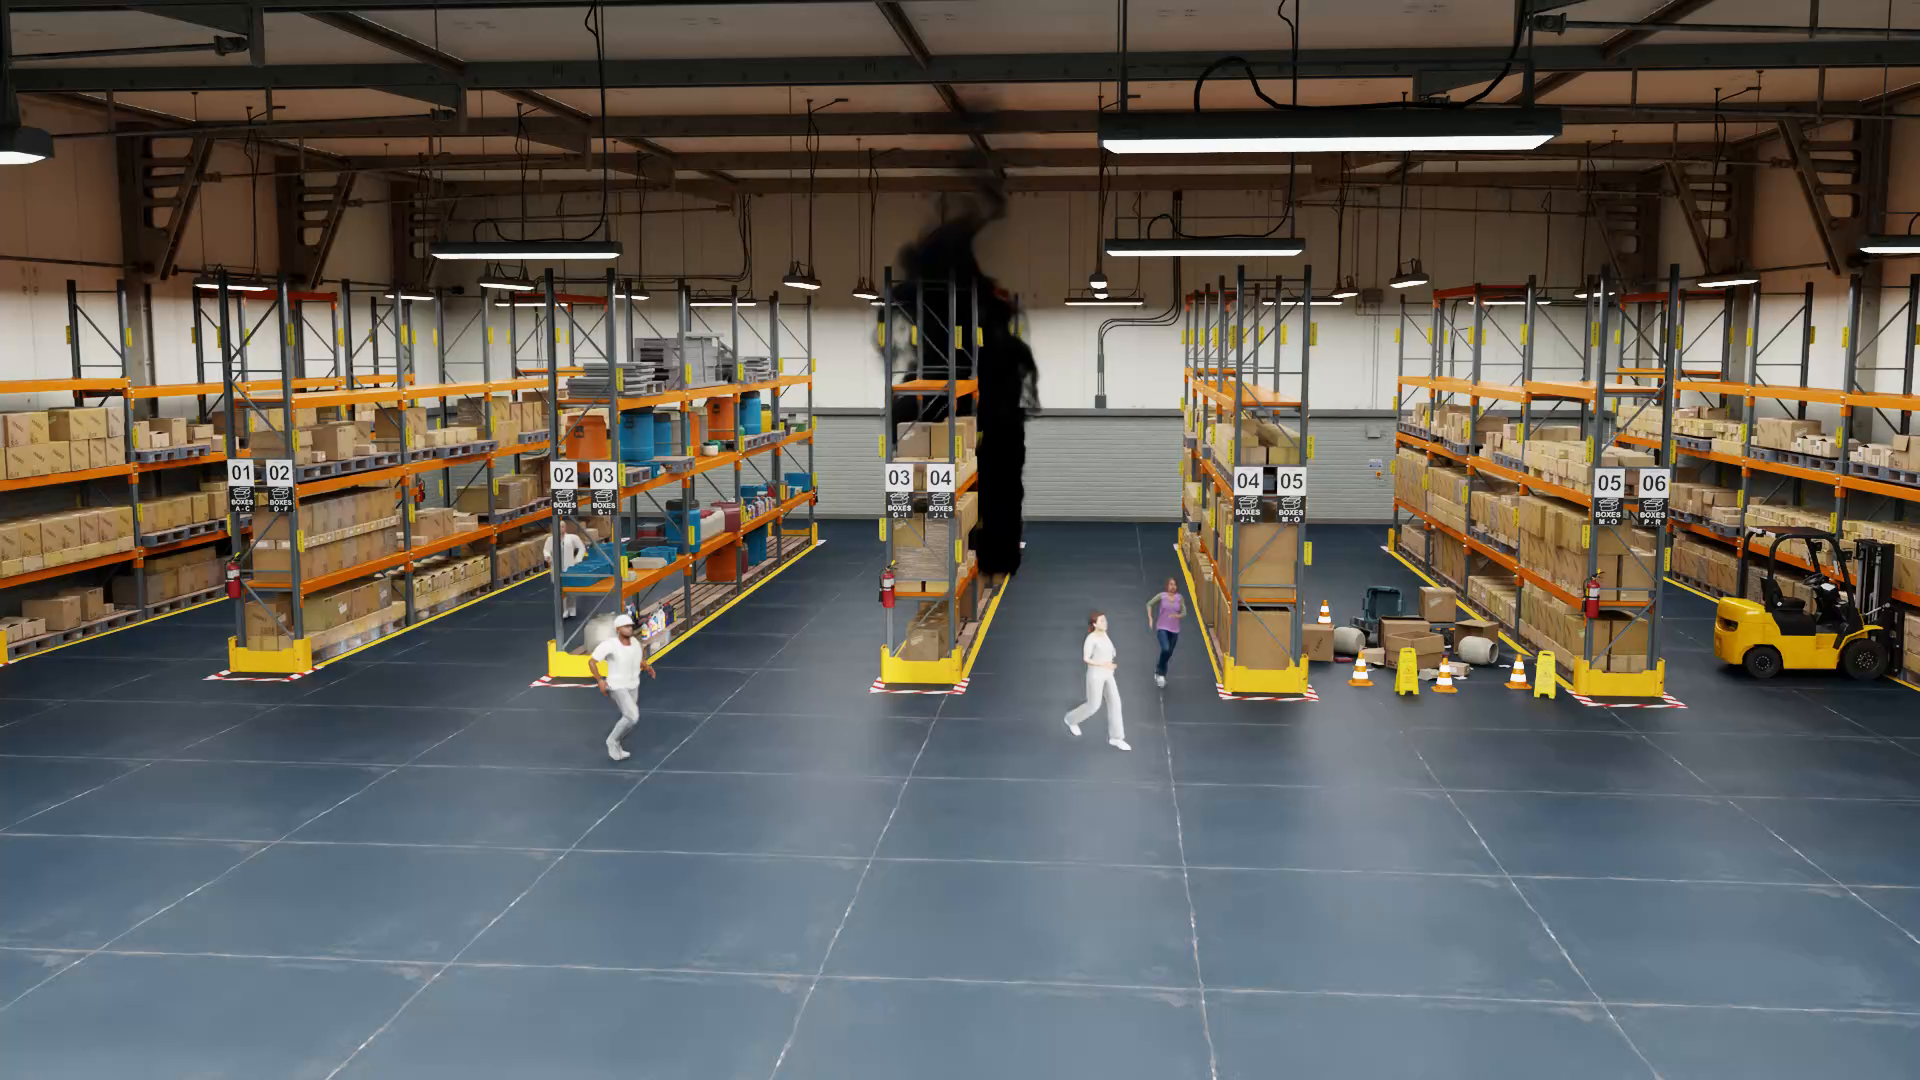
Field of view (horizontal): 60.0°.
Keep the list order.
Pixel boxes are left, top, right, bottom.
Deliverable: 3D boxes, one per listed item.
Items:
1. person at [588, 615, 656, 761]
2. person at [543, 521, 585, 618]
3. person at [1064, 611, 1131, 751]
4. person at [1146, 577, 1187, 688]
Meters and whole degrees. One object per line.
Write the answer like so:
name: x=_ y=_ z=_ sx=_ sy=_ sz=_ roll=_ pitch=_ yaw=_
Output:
person: x=-3.950 y=1.747 z=19.723 sx=0.633 sy=1.738 sz=0.700 roll=4 pitch=8 yaw=29
person: x=-7.100 y=0.628 z=29.678 sx=0.706 sy=1.560 sz=0.679 roll=1 pitch=7 yaw=6
person: x=1.699 y=1.703 z=20.416 sx=0.963 sy=1.673 sz=0.581 roll=6 pitch=9 yaw=41
person: x=2.995 y=1.316 z=23.939 sx=0.517 sy=1.576 sz=0.635 roll=-2 pitch=7 yaw=-13
